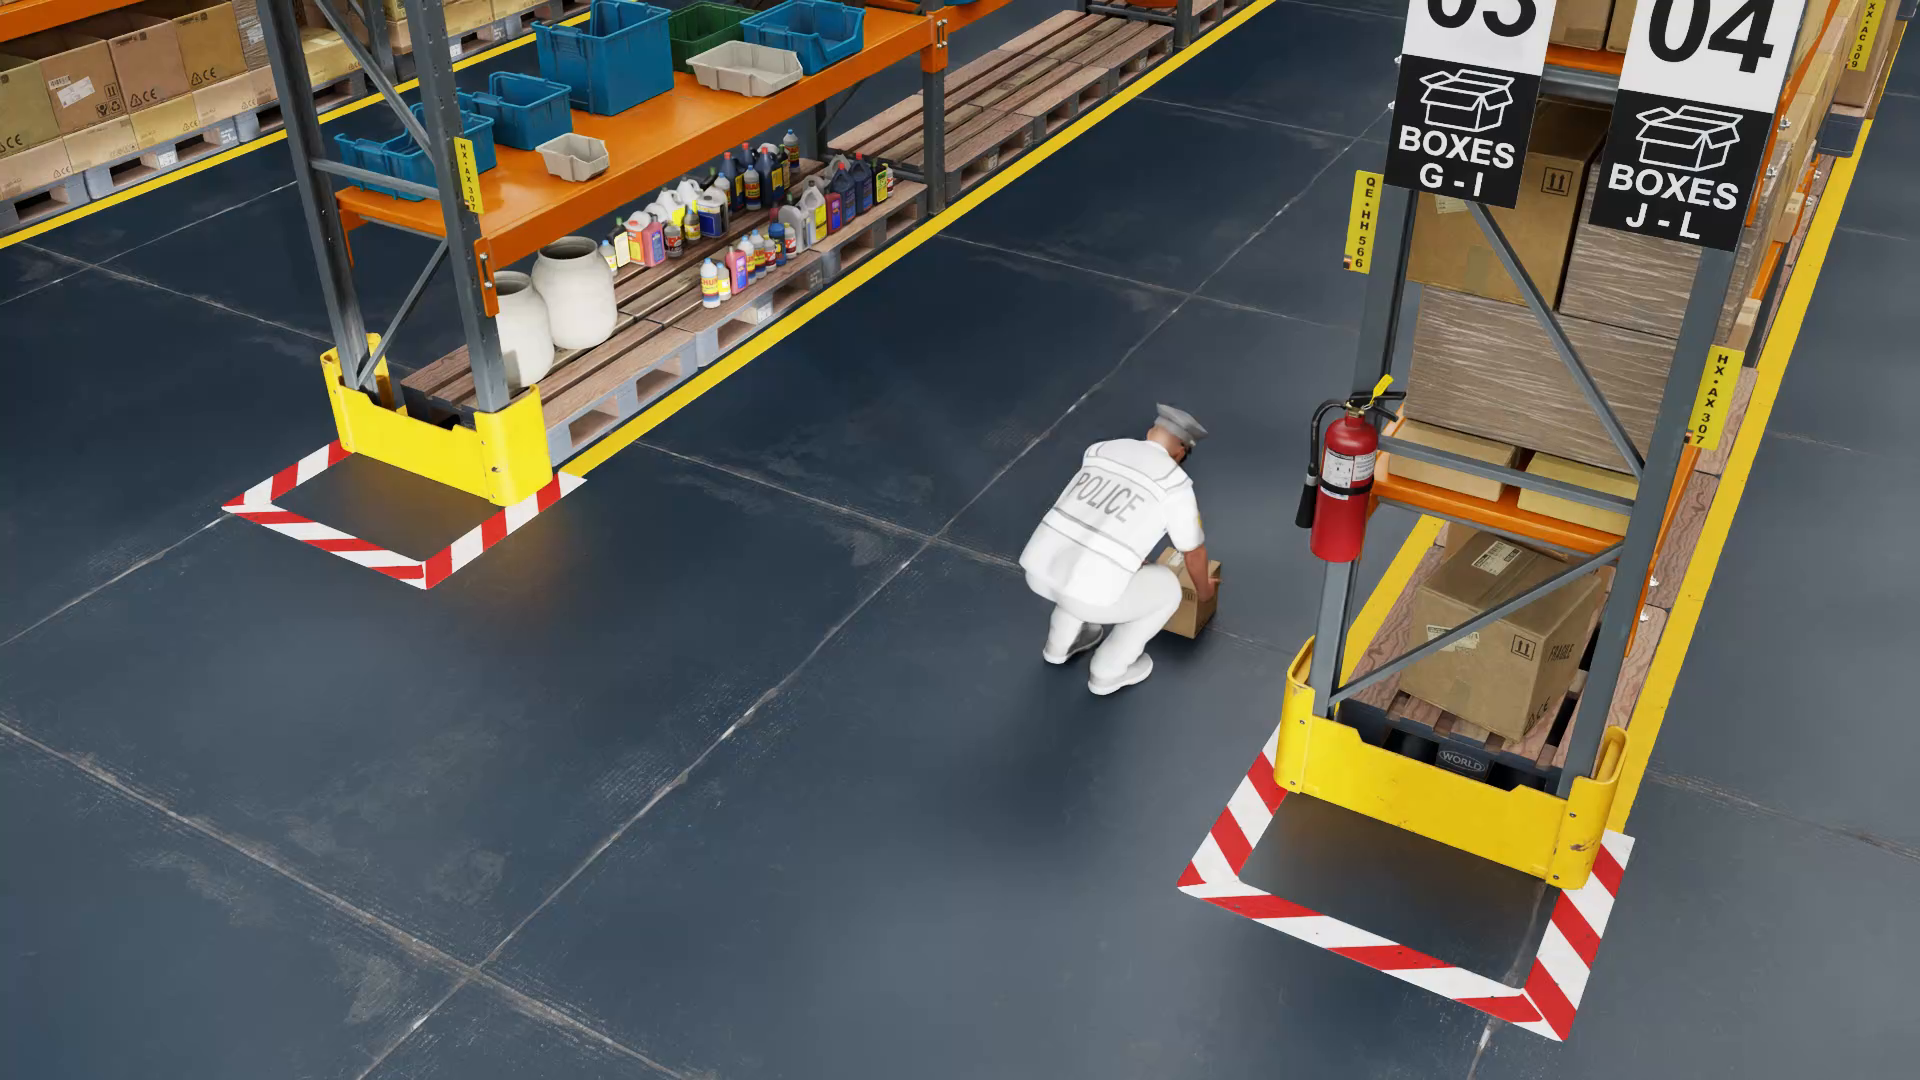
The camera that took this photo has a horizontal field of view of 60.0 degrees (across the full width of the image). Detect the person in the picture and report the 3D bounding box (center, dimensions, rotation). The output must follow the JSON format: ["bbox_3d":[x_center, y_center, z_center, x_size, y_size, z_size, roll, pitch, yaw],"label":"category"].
[{"bbox_3d":[0.647,0.028,6.746,0.943,1.029,0.566,-26,42,-33],"label":"person"}]
